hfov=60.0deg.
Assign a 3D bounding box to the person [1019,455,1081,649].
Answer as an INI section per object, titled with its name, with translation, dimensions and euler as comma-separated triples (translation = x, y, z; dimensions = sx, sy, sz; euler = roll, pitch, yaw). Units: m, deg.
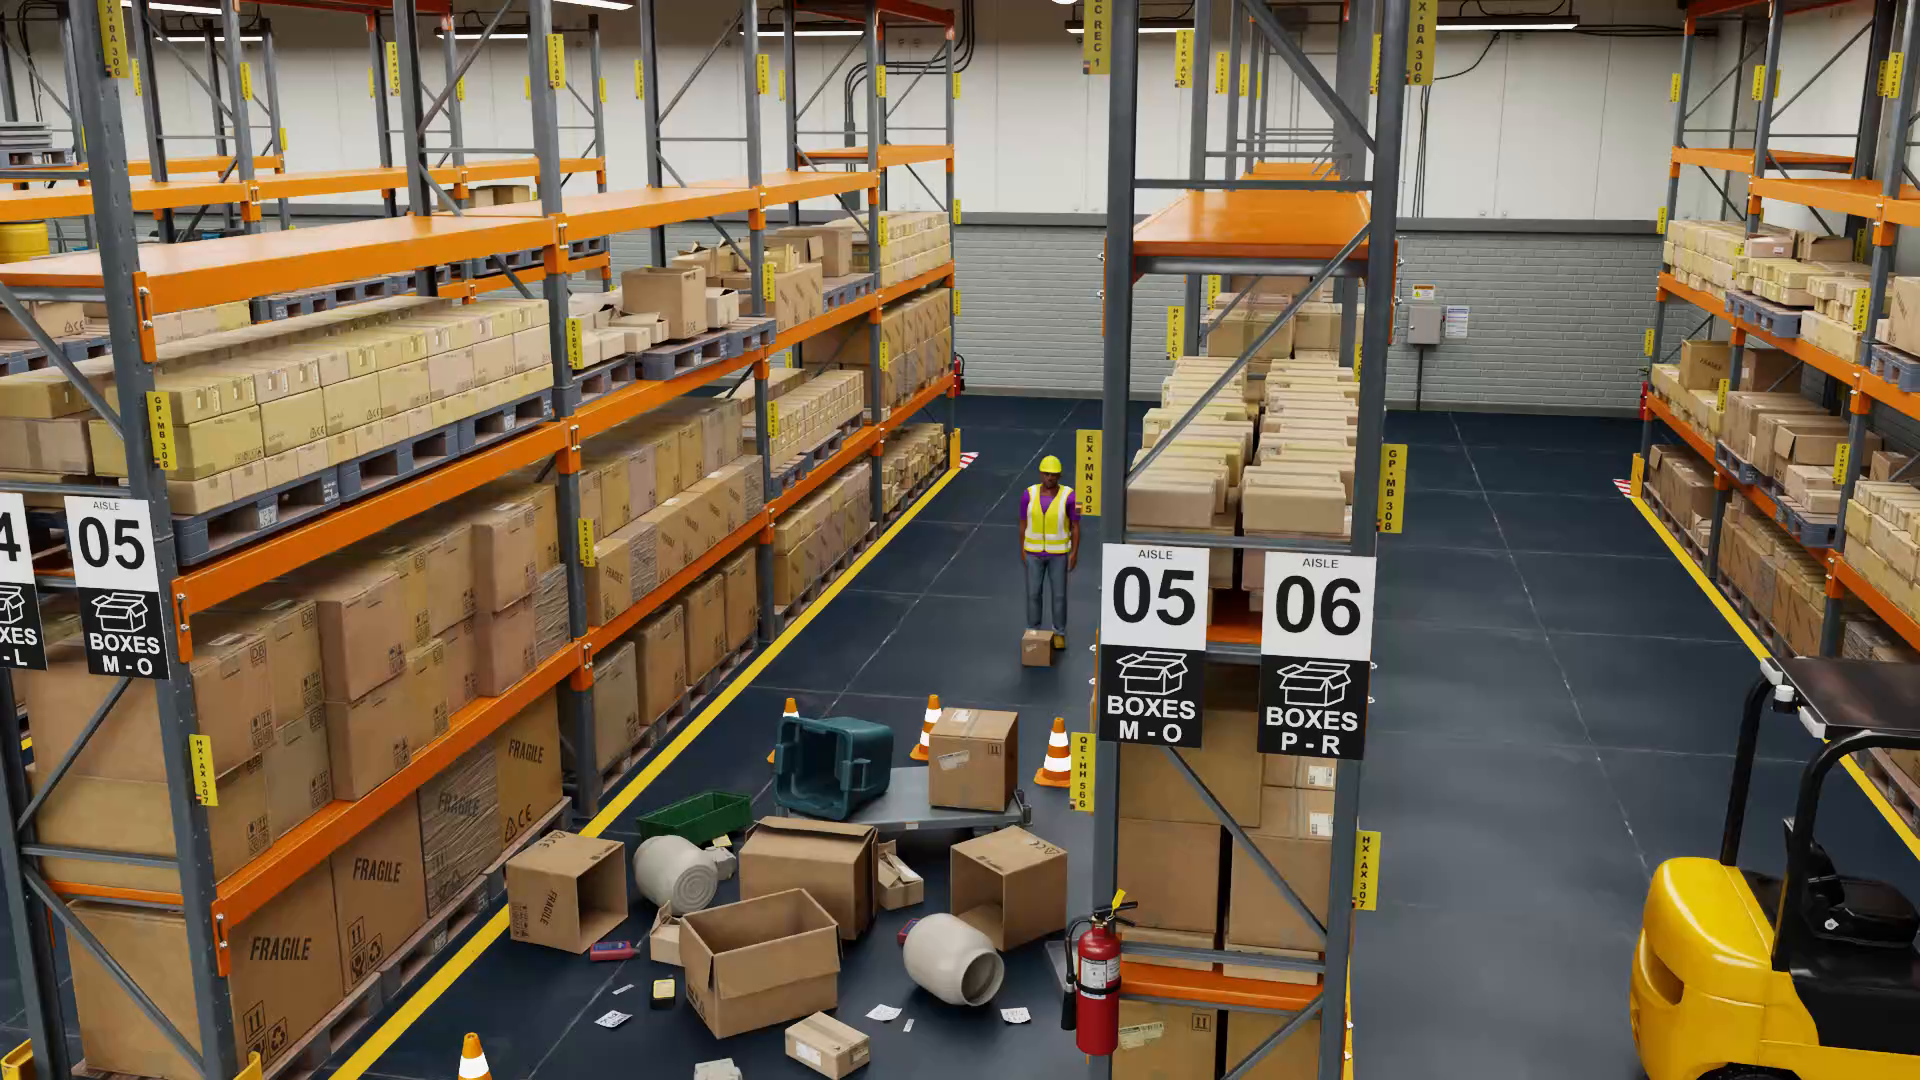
[person]
translation = 0.803, 0.109, 15.052
dimensions = 0.561, 1.762, 0.352
euler = 3, 15, 13
